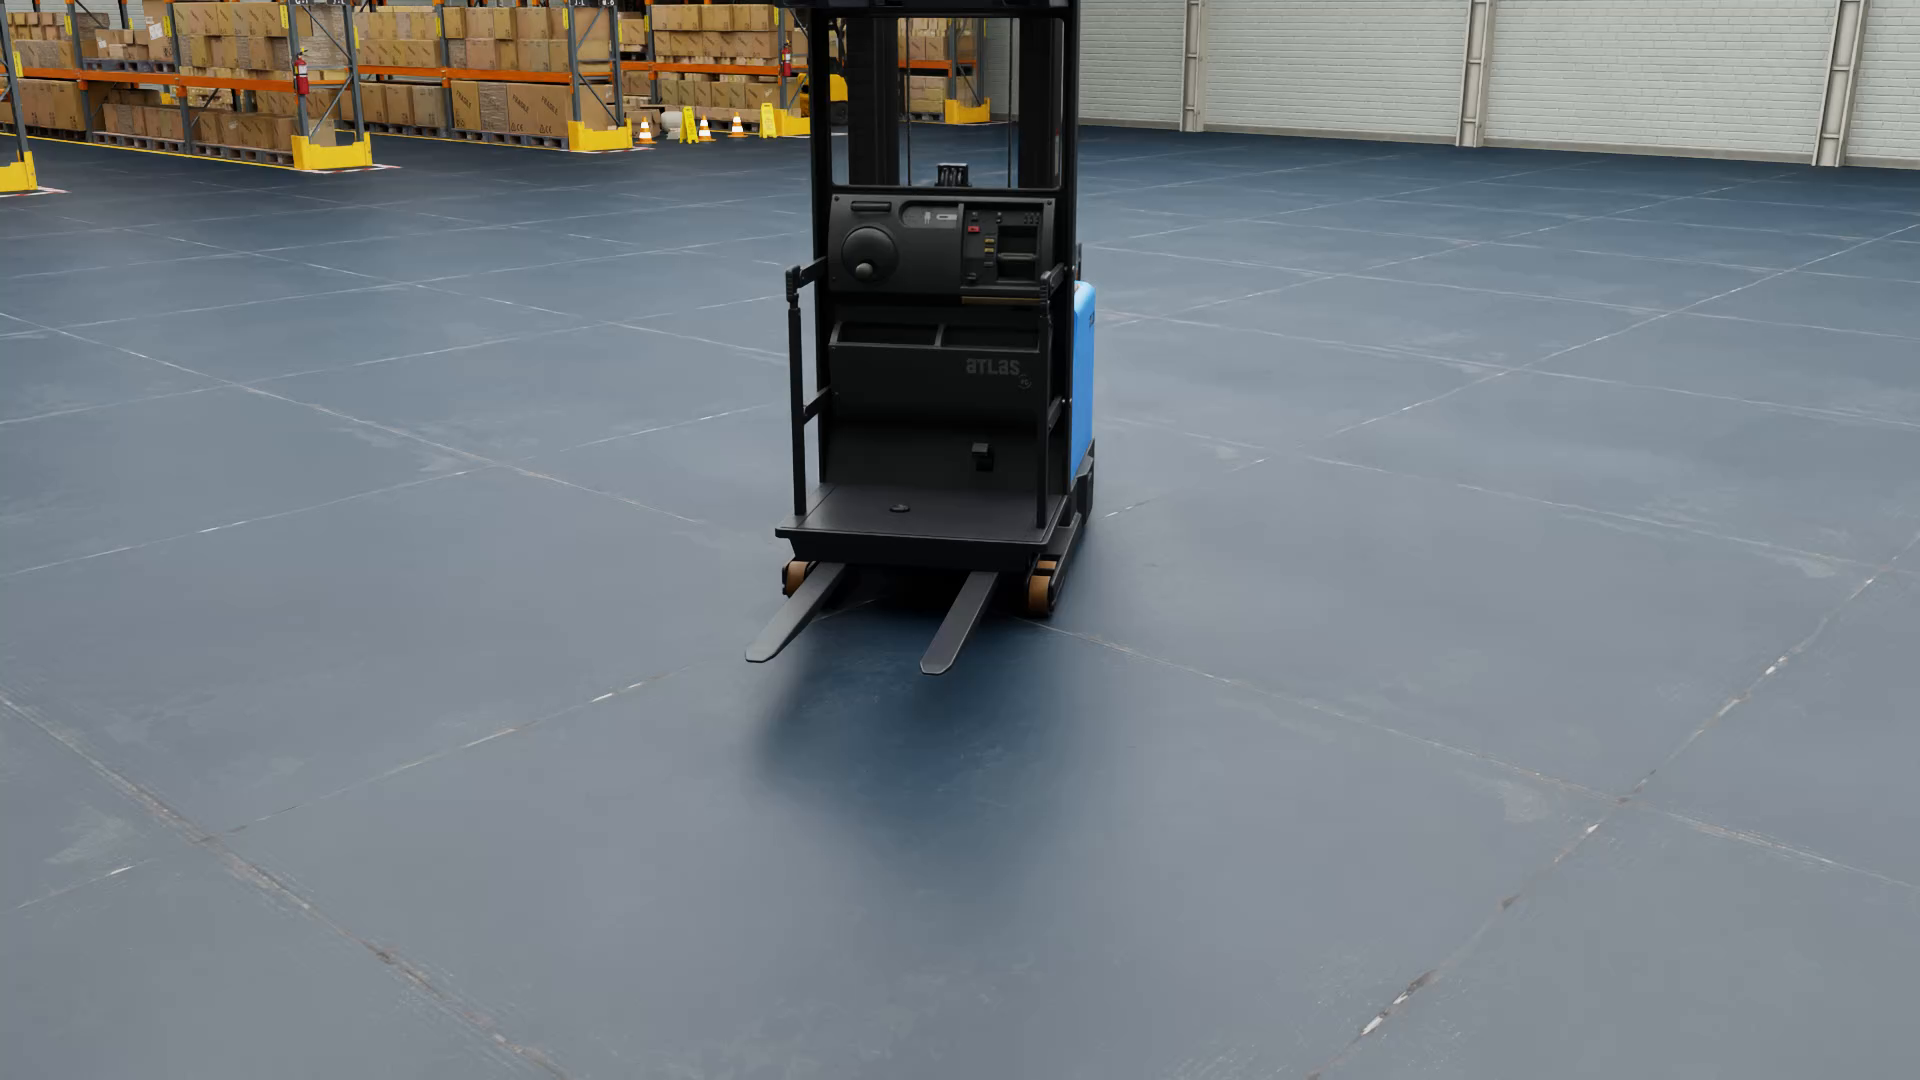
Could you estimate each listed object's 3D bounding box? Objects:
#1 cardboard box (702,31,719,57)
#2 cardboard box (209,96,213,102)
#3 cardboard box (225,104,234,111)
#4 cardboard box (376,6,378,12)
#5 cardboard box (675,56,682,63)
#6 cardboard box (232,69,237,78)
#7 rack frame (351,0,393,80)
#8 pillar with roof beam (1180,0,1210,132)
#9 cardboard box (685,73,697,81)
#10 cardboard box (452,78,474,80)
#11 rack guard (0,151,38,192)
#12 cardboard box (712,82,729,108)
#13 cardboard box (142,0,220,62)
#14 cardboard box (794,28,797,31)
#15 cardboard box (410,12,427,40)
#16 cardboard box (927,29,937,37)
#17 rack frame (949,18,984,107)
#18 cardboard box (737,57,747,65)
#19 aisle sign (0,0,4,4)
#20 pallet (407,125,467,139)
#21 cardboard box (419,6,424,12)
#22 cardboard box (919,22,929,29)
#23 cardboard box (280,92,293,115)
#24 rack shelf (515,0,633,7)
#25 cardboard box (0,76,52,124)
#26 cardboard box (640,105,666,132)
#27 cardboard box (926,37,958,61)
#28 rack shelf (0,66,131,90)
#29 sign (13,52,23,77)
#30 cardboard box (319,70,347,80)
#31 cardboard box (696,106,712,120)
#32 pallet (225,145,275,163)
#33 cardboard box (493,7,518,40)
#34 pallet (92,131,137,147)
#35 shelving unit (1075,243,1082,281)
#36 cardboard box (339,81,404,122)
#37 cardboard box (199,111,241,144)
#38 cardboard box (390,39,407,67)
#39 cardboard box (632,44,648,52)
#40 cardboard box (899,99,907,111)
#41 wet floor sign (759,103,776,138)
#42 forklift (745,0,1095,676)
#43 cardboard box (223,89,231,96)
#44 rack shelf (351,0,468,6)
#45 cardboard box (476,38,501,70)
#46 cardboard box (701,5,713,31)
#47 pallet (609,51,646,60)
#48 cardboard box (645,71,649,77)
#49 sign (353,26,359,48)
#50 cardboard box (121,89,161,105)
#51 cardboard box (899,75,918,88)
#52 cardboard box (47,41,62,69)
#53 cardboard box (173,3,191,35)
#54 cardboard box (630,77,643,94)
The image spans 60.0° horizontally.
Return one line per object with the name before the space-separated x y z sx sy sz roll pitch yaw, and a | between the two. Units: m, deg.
cardboard box | -4.842 -10.030 33.601 0.500 0.500 0.500 15 23 40
cardboard box | -16.883 -10.071 37.914 0.250 0.149 0.380 16 24 42
cardboard box | -16.228 -9.707 37.259 0.250 0.149 0.380 14 22 37
cardboard box | -14.458 -13.234 41.463 0.250 0.149 0.380 14 22 38
cardboard box | -5.670 -9.948 34.413 0.250 0.149 0.380 15 23 39
cardboard box | -11.404 -7.477 26.629 0.250 0.149 0.380 15 23 39
rack frame | -15.110 -12.698 42.664 0.127 3.000 1.000 15 23 39
pillar with roof beam | 1.856 -11.634 29.393 0.400 9.000 9.100 15 23 39
cardboard box | -5.434 -9.524 34.201 0.250 0.149 0.380 16 24 41
cardboard box | -11.602 -10.976 40.056 0.875 0.875 0.875 16 24 41
rack guard | -13.097 -4.936 22.338 0.348 0.500 1.175 15 23 39
cardboard box | -4.681 -9.041 33.753 0.500 0.500 0.500 14 23 38
cardboard box | -13.214 -8.724 28.455 1.000 1.000 1.000 15 23 40
cardboard box | -3.884 -11.919 38.972 0.250 0.149 0.380 14 22 38
cardboard box | -10.107 -9.874 31.947 0.500 0.500 0.700 15 23 38
cardboard box | -0.508 -11.017 36.129 0.250 0.149 0.380 16 23 40
rack frame | 0.149 -10.609 36.082 0.127 3.000 1.000 15 23 39
cardboard box | -4.218 -9.519 33.063 0.250 0.149 0.380 16 23 40
aisle sign | -12.761 -7.414 21.715 0.004 0.787 0.394 15 23 39
pallet | -9.972 -7.957 32.335 1.213 0.211 1.003 15 23 39
cardboard box | -12.865 -12.848 40.246 0.250 0.149 0.380 15 23 39
cardboard box | -0.678 -11.221 36.280 0.250 0.149 0.380 16 23 40
cardboard box | -14.154 -9.347 35.543 0.500 0.500 0.500 16 23 40
rack shelf | -10.323 -14.507 44.595 4.000 0.370 1.077 15 23 39
cardboard box | -18.205 -8.716 32.936 0.875 0.875 1.225 15 23 39
cardboard box | -6.237 -8.575 33.802 0.500 0.500 0.500 -3 18 -8
cardboard box | -0.394 -10.696 36.191 0.500 0.500 0.500 14 23 38
rack shelf | -17.201 -8.908 31.912 4.000 0.370 1.077 15 23 39
sign | -12.640 -6.378 22.293 0.005 0.325 0.100 15 23 39
cardboard box | -9.776 -7.235 25.865 0.250 0.149 0.380 15 23 39
cardboard box | -5.068 -8.788 34.195 0.500 0.250 0.500 15 23 39
pallet | -11.271 -6.346 27.257 1.213 0.211 1.003 15 23 39
cardboard box | -7.889 -9.324 30.001 0.500 0.550 0.875 15 23 39
pallet | -15.121 -7.363 30.464 1.213 0.211 1.003 15 23 39
shelving unit | 0.336 -0.897 8.421 0.503 1.200 0.258 3 13 10
cardboard box | -11.941 -8.937 33.837 0.750 0.750 1.050 15 23 39
cardboard box | -12.440 -6.966 28.040 0.500 0.500 0.500 14 22 38
cardboard box | -10.669 -9.443 32.243 0.500 0.500 0.500 15 23 40
cardboard box | -6.703 -10.410 35.175 0.250 0.149 0.380 15 23 40
cardboard box | -1.146 -9.726 37.151 0.500 0.250 0.500 15 23 40
wet floor sign | -3.711 -8.083 32.014 0.267 0.644 0.232 -9 20 -27
forklift | -0.115 -1.211 6.583 1.130 2.935 3.031 3 18 10
cardboard box | -16.318 -10.052 37.363 0.250 0.149 0.380 16 24 41
rack shelf | -13.615 -13.383 41.054 4.000 0.370 1.077 15 23 39
cardboard box | -8.309 -8.908 30.474 0.550 0.550 0.875 15 23 39
cardboard box | -4.775 -10.519 33.487 0.500 0.500 0.700 15 23 39
pallet | -7.619 -10.612 36.408 1.213 0.211 1.003 15 23 39
cardboard box | -7.901 -12.007 42.851 0.250 0.149 0.380 15 23 39
sign | -9.361 -7.779 25.732 0.005 0.325 0.100 15 23 39
cardboard box | -14.780 -7.993 30.005 0.500 0.250 0.500 -15 23 -40
cardboard box | -1.173 -10.197 36.983 0.500 0.250 0.500 15 23 40
cardboard box | -16.607 -9.042 30.978 0.500 0.500 0.500 15 23 39
cardboard box | -12.545 -8.565 27.330 0.500 0.500 0.500 15 23 39
cardboard box | -8.209 -11.775 43.192 0.500 0.500 0.500 15 23 39
